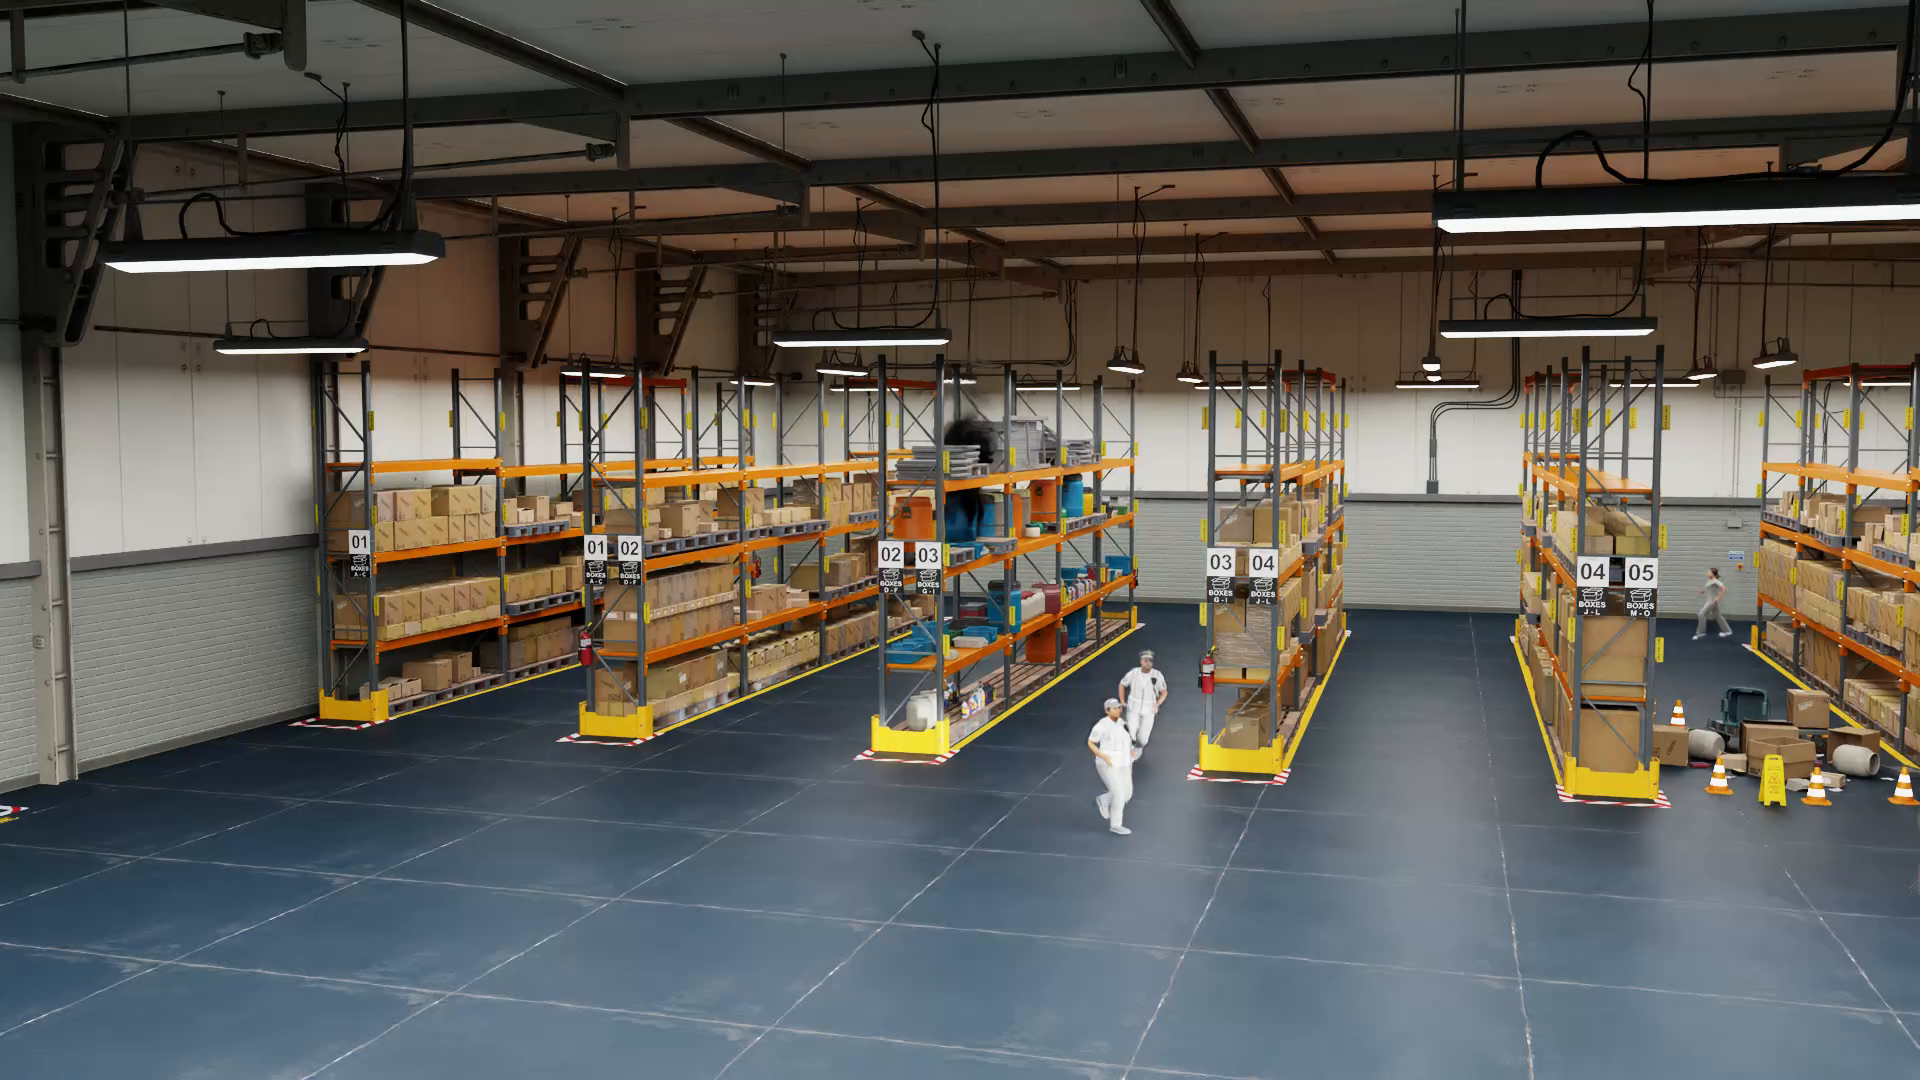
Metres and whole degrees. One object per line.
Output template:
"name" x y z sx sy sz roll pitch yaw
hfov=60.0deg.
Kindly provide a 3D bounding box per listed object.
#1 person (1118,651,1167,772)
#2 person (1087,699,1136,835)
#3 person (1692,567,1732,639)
"person" 2.630 2.448 23.986 0.702 1.749 0.682 1 4 8
"person" 1.845 2.740 20.326 0.613 1.621 0.687 -3 5 -39
"person" 17.202 1.464 37.943 0.835 1.697 0.603 2 4 21
